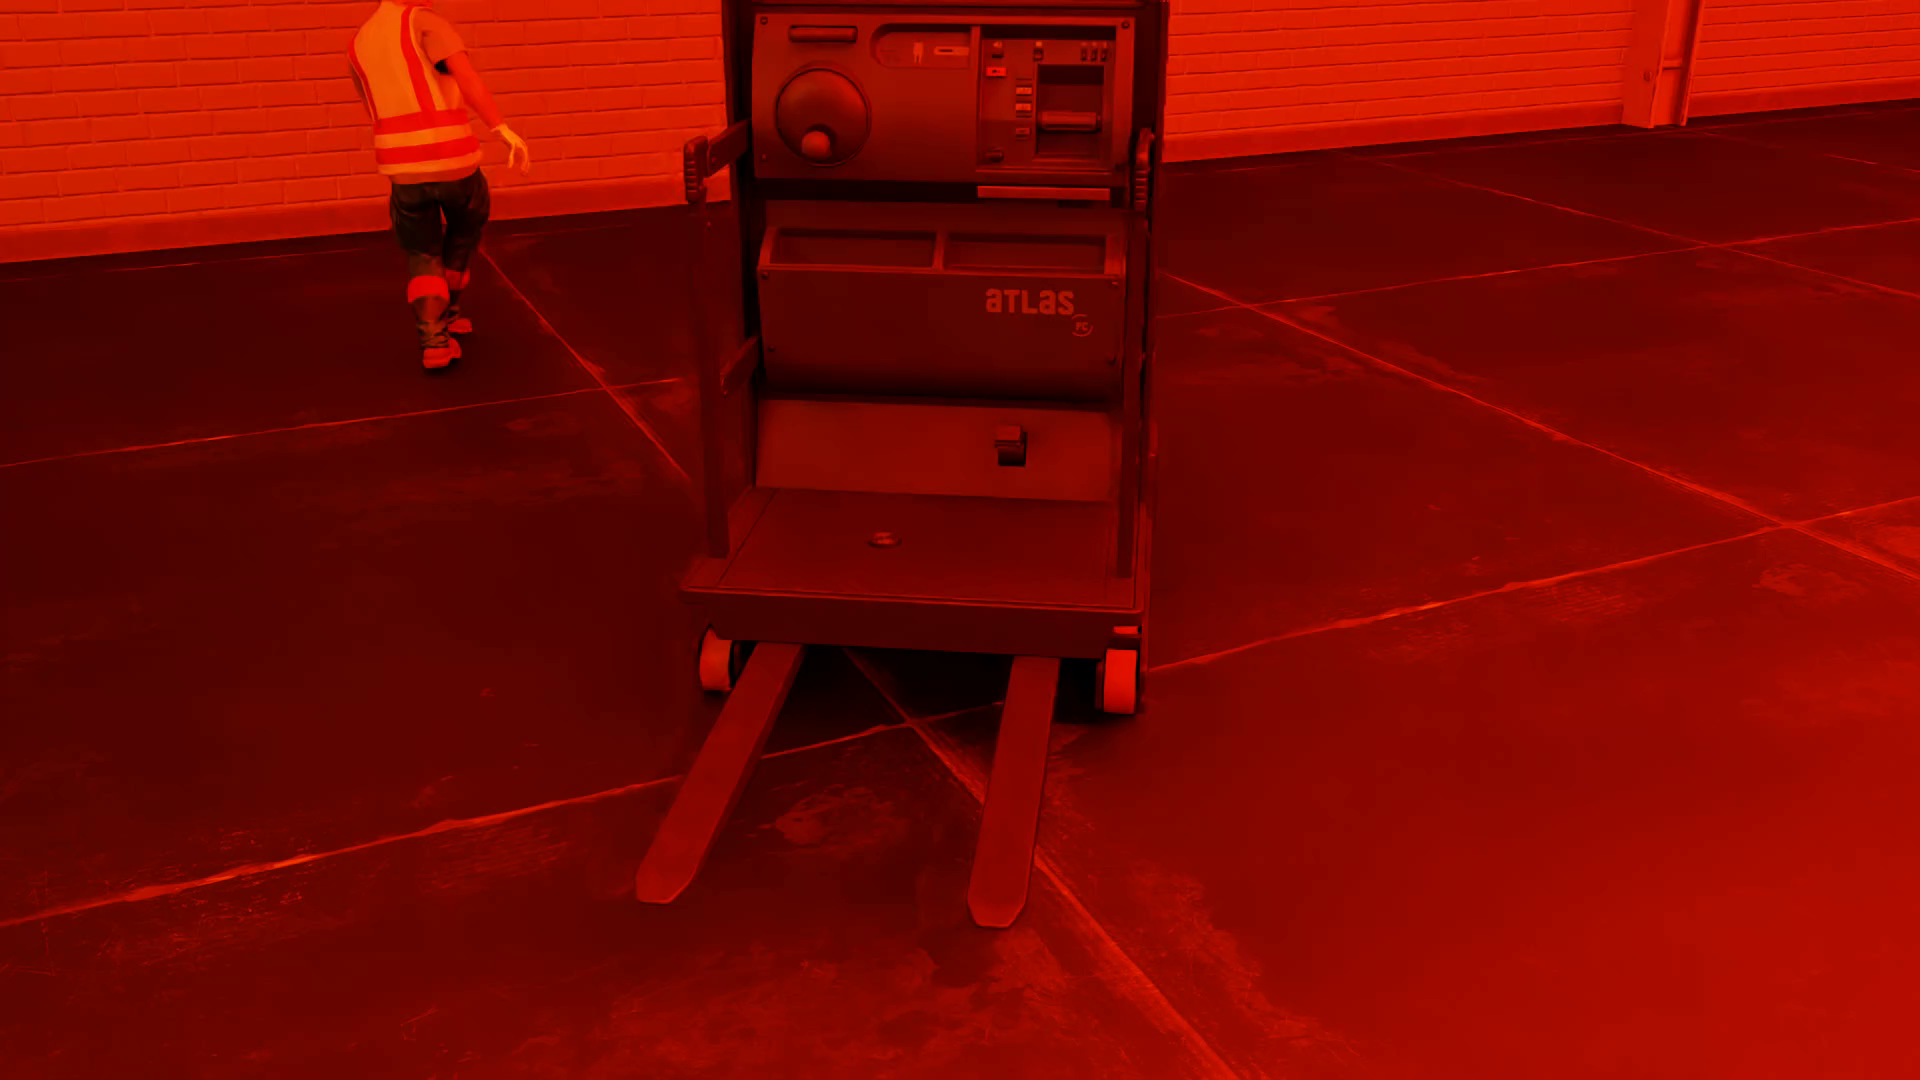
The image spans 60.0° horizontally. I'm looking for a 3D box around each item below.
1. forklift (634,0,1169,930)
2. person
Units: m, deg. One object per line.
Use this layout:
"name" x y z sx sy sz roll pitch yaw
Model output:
"forklift" -0.068 -1.064 3.847 1.130 2.935 3.031 3 23 6
"person" -2.039 -1.562 6.758 0.803 1.637 0.817 2 23 5
